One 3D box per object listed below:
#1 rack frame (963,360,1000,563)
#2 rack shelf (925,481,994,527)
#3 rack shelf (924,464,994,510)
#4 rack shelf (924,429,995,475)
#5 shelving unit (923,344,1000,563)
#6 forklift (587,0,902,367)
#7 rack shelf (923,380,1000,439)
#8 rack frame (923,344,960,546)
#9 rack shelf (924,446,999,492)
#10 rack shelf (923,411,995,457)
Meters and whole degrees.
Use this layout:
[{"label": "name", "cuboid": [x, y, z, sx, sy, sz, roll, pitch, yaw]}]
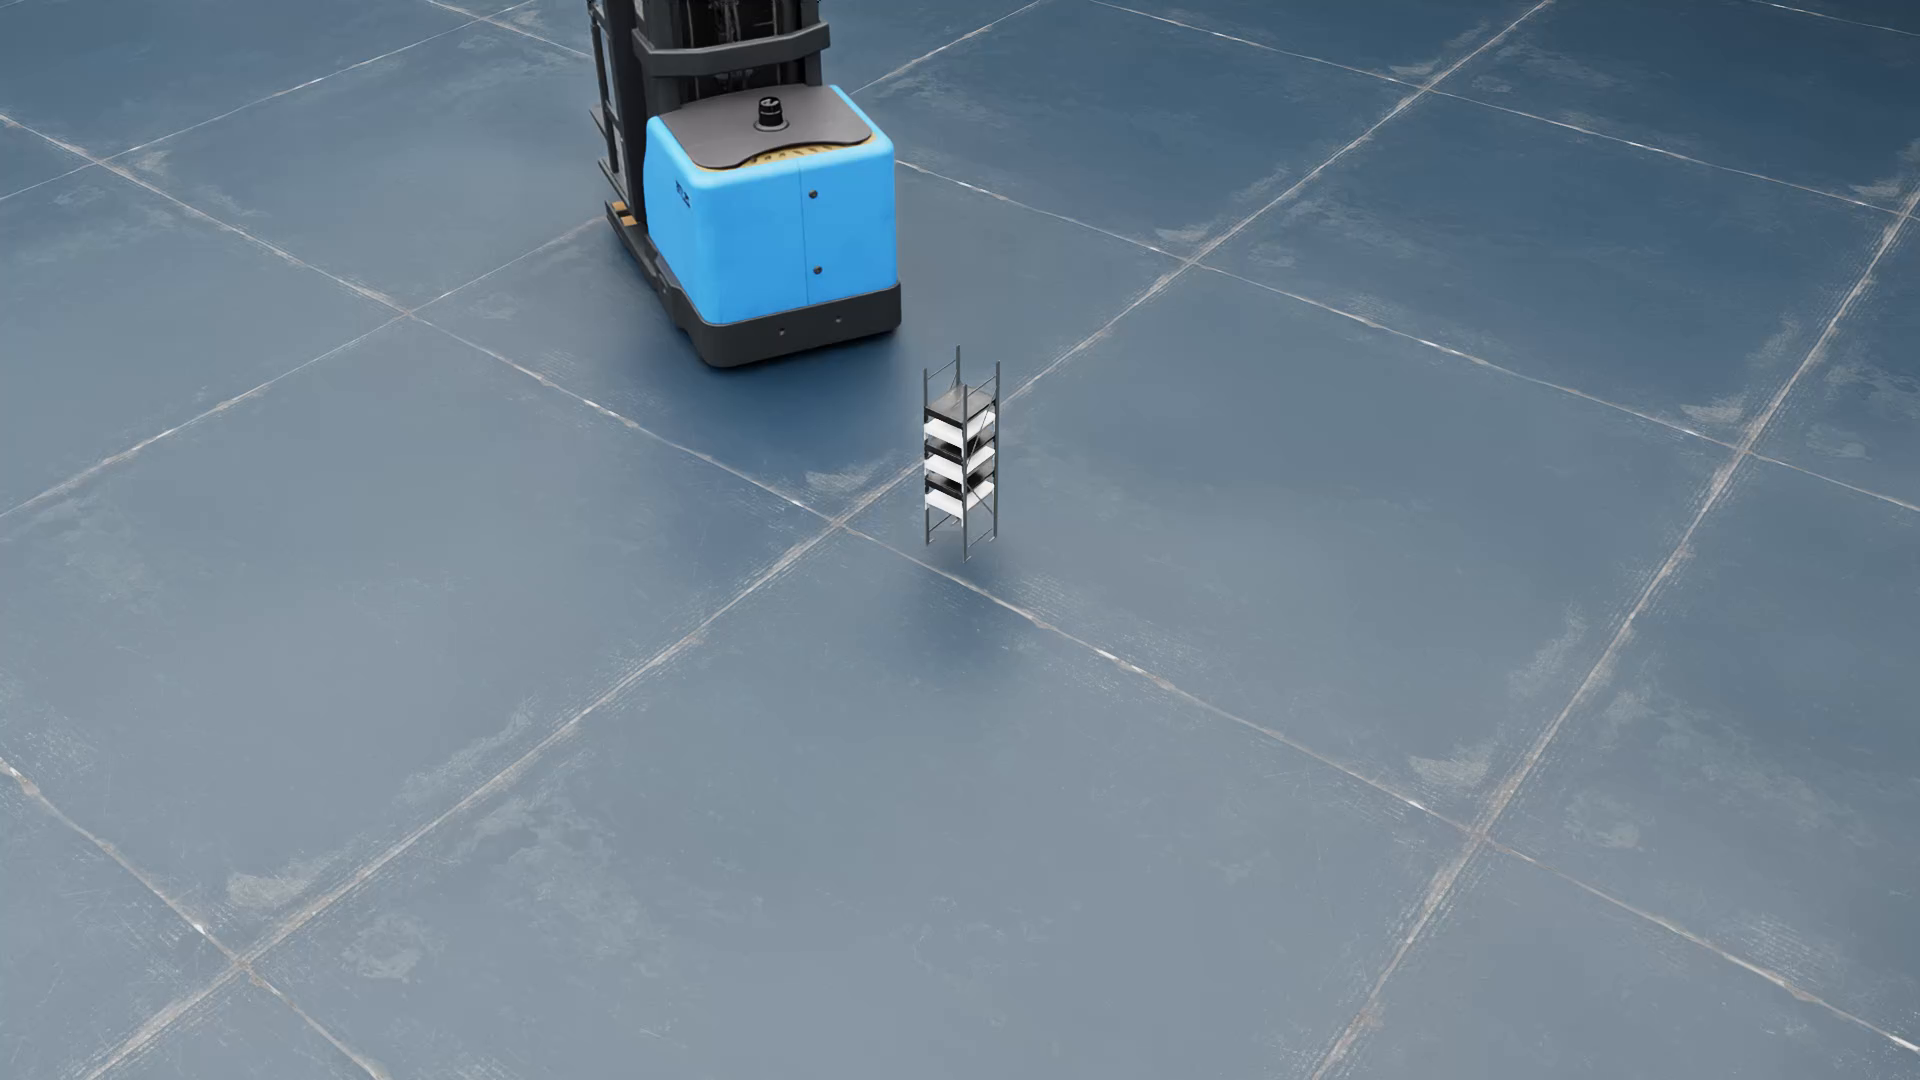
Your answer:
[{"label": "rack frame", "cuboid": [0.087, -0.313, 6.920, 0.006, 0.900, 0.240, 25, 45, 29]}, {"label": "rack shelf", "cuboid": [0.006, -0.183, 7.100, 0.200, 0.077, 0.258, 25, 45, 29]}, {"label": "rack shelf", "cuboid": [0.006, -0.254, 7.045, 0.200, 0.077, 0.258, 25, 45, 29]}, {"label": "rack shelf", "cuboid": [0.006, -0.396, 6.934, 0.200, 0.077, 0.258, 25, 45, 29]}, {"label": "shelving unit", "cuboid": [0.006, -0.351, 6.969, 0.210, 0.900, 0.258, 25, 45, 29]}, {"label": "forklift", "cuboid": [-1.369, -2.912, 8.592, 1.130, 2.935, 3.031, -16, 41, -19]}, {"label": "rack shelf", "cuboid": [0.006, -0.538, 6.823, 0.200, 0.077, 0.258, 25, 45, 29]}, {"label": "rack frame", "cuboid": [-0.074, -0.389, 7.017, 0.006, 0.900, 0.240, 25, 45, 29]}, {"label": "rack shelf", "cuboid": [0.006, -0.325, 6.989, 0.200, 0.077, 0.258, 25, 45, 29]}, {"label": "rack shelf", "cuboid": [0.006, -0.467, 6.878, 0.200, 0.077, 0.258, 25, 45, 29]}]
